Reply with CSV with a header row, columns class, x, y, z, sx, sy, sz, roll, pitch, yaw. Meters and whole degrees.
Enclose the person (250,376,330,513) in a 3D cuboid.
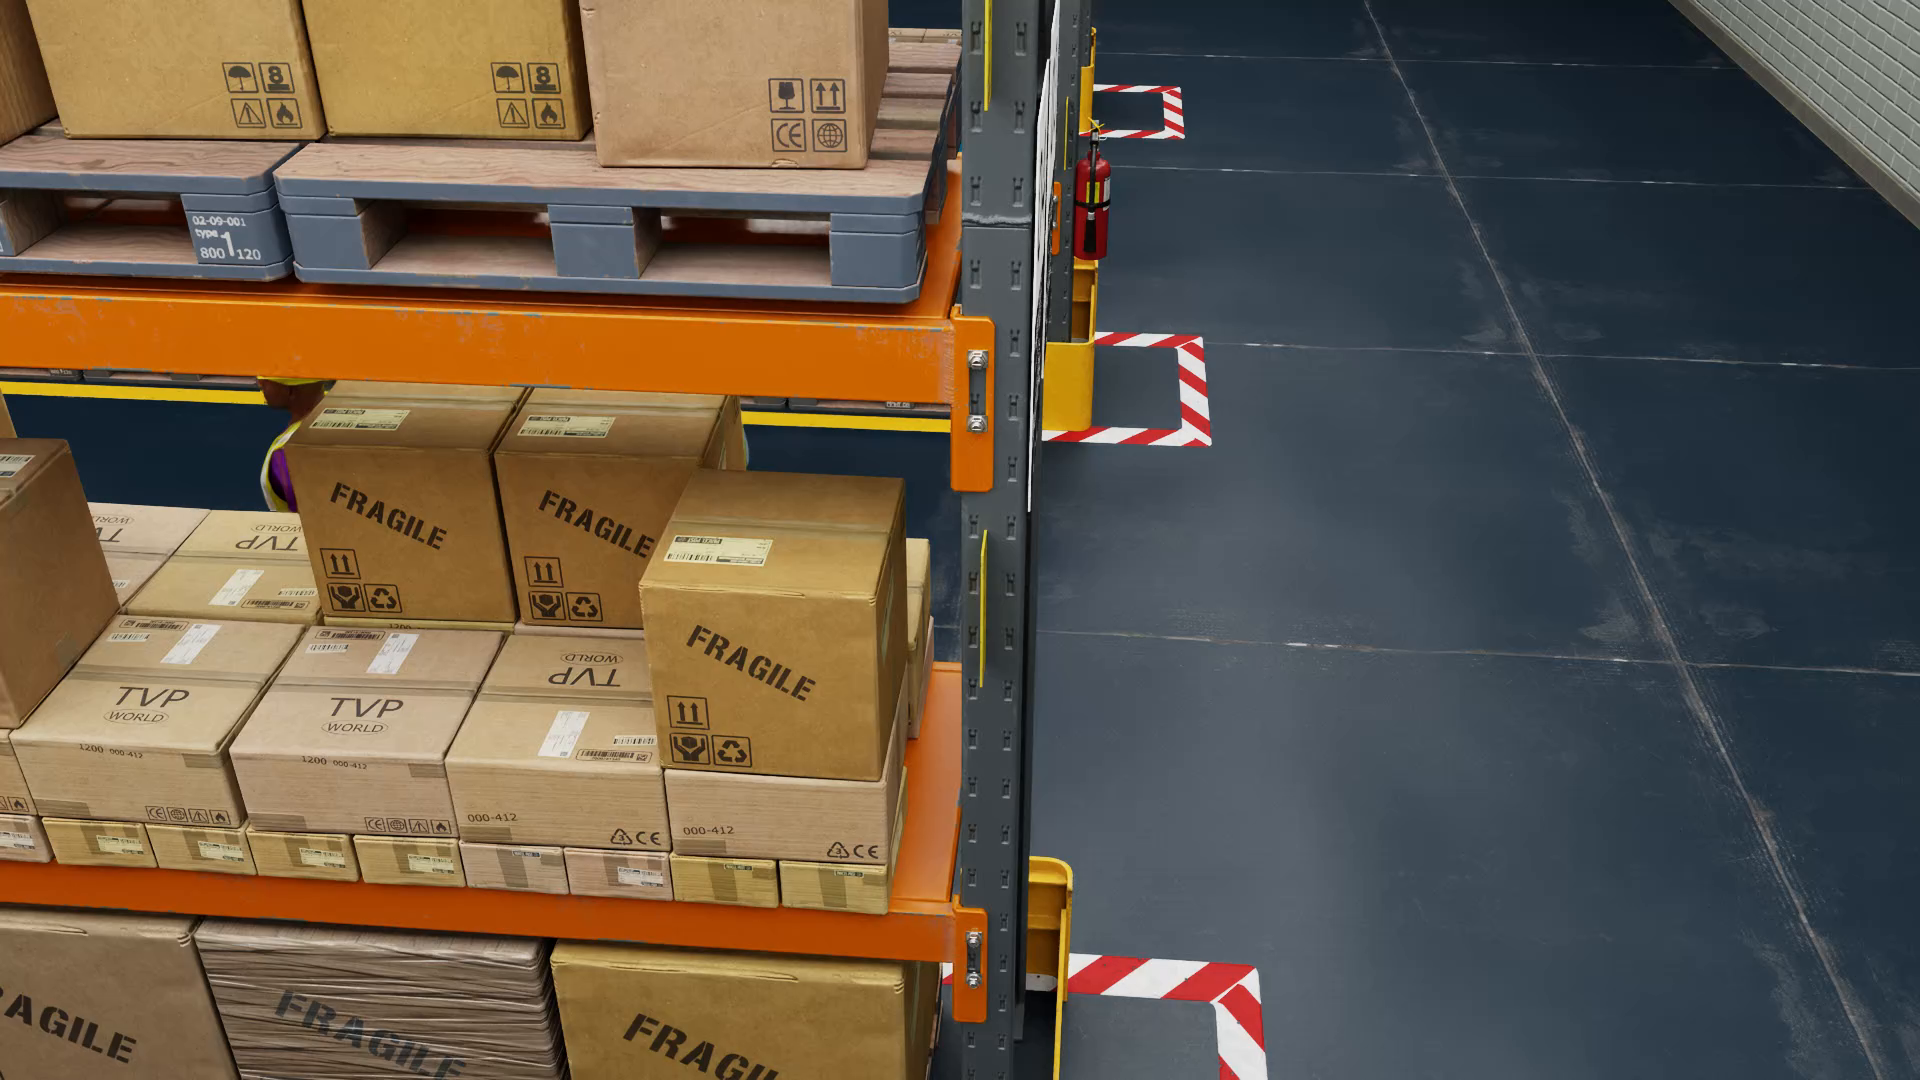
class,x,y,z,sx,sy,sz,roll,pitch,yaw
person,-2.207,0.046,6.013,0.813,1.743,0.568,5,32,9
